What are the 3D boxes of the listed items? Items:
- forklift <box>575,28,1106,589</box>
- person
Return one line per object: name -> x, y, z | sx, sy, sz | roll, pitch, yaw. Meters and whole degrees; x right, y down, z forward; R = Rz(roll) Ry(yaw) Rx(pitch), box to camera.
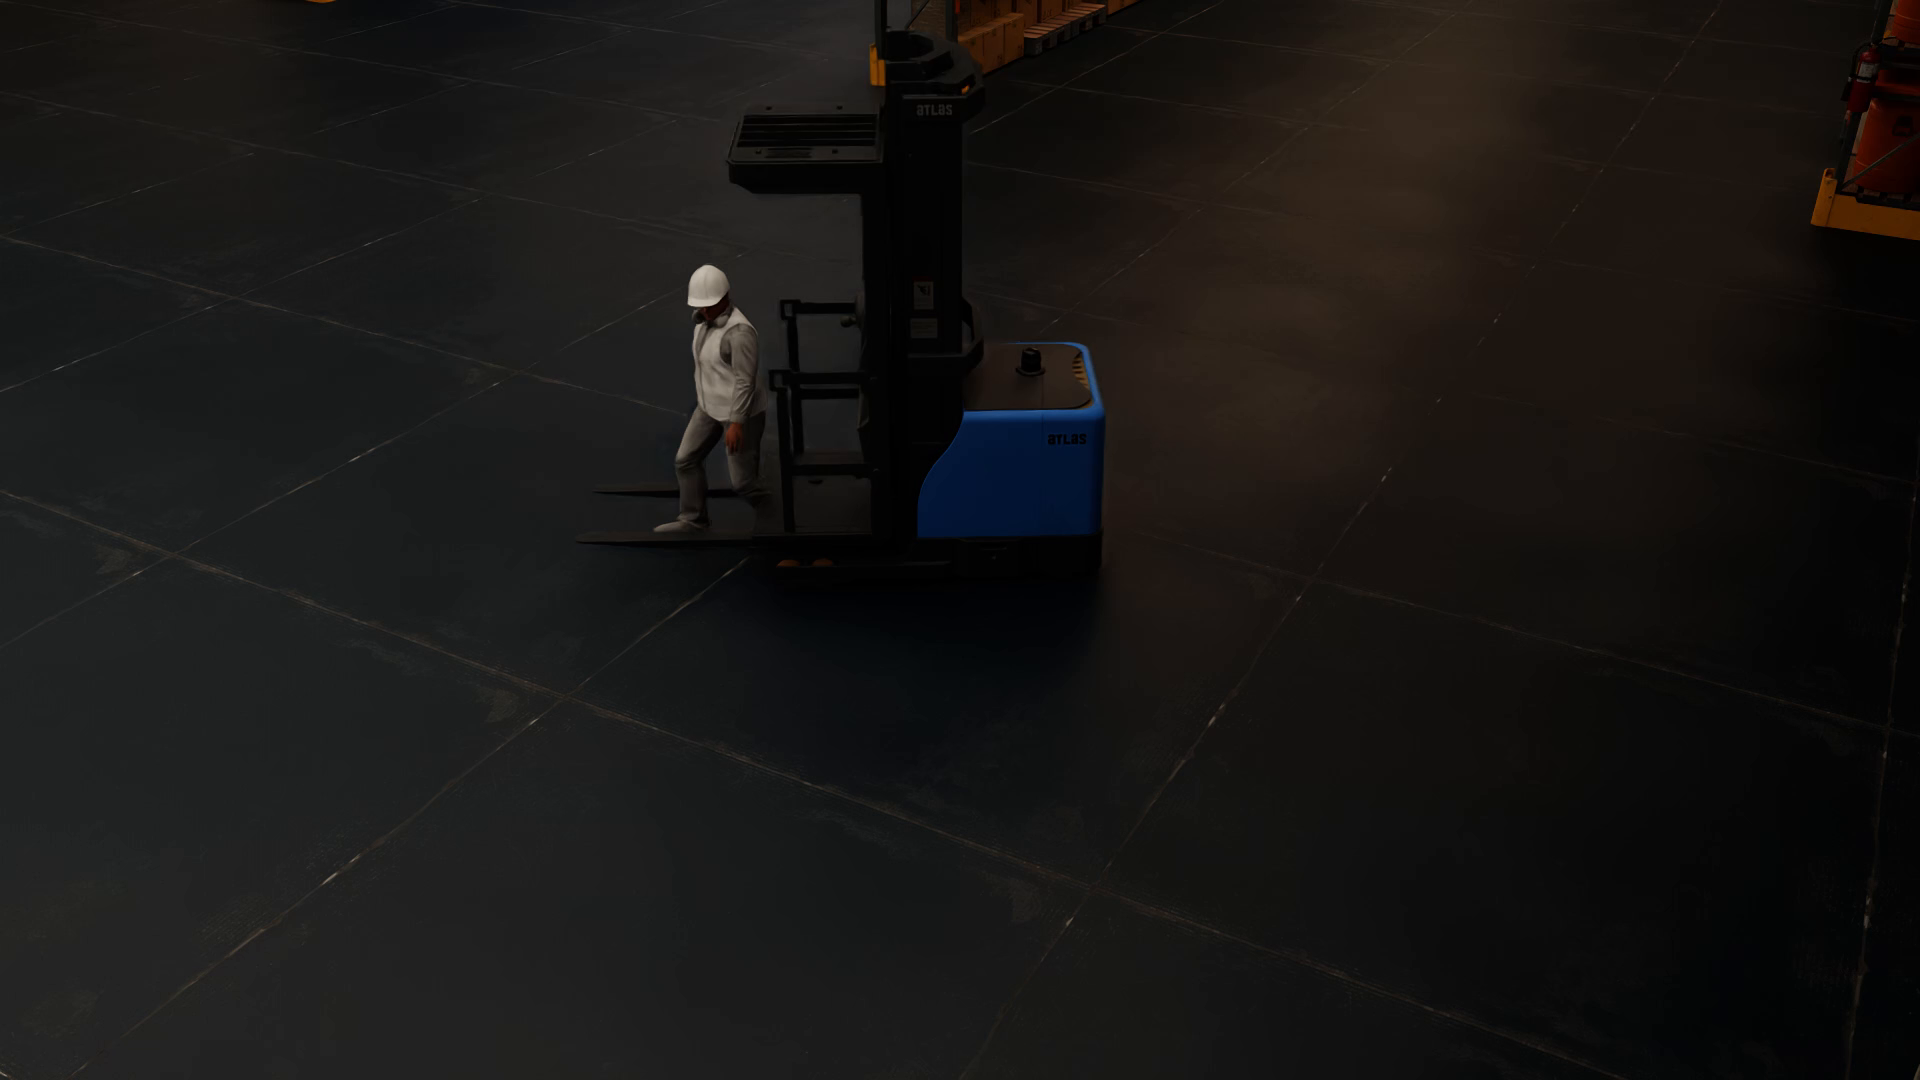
forklift -> -0.710, -1.260, 9.254 | 3.031, 2.935, 1.130 | -1, 30, -2
person -> -1.407, -0.750, 9.502 | 0.746, 1.730, 0.740 | -21, 36, -31
